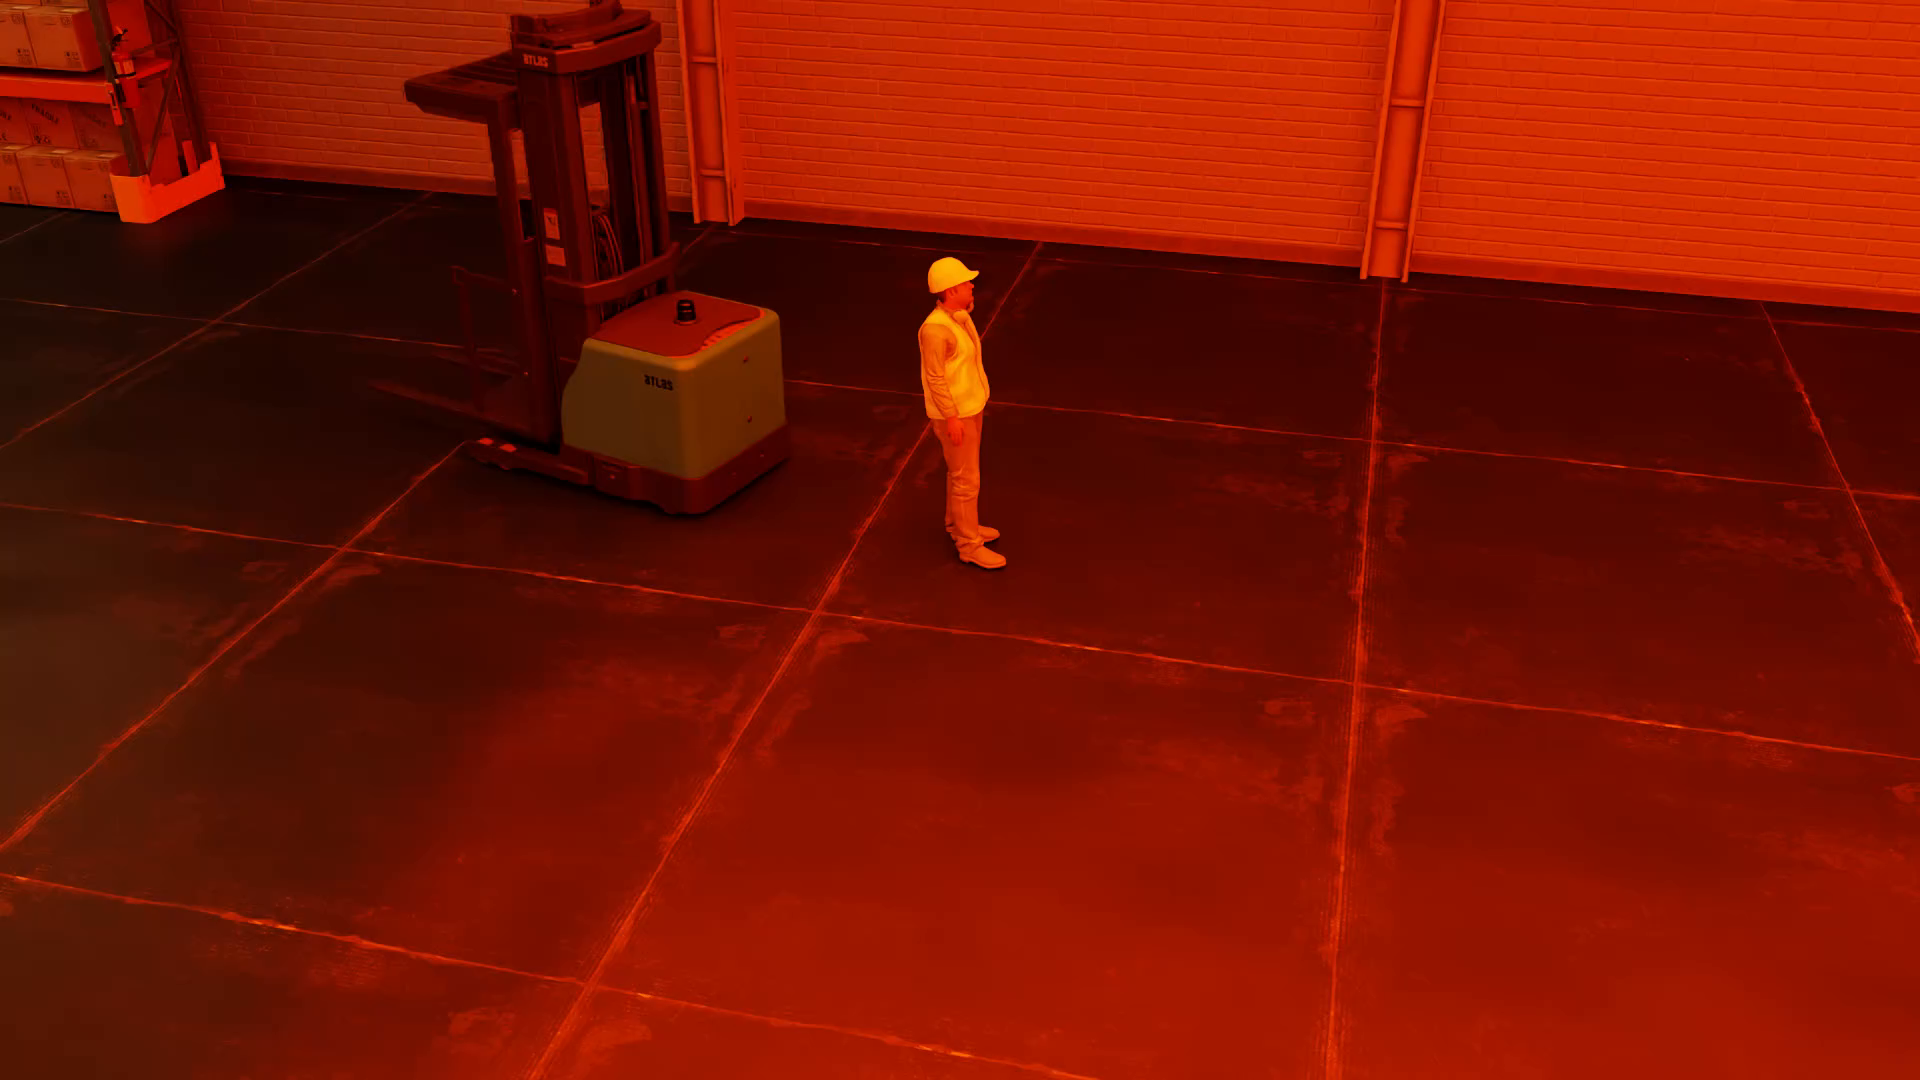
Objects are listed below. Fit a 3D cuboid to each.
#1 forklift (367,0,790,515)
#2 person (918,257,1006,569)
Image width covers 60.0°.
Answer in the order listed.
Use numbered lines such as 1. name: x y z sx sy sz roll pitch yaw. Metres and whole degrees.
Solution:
1. forklift: -2.664 -1.948 10.608 3.031 2.935 1.130 16 33 25
2. person: 0.059 -0.767 9.683 0.566 1.775 0.633 7 30 12
